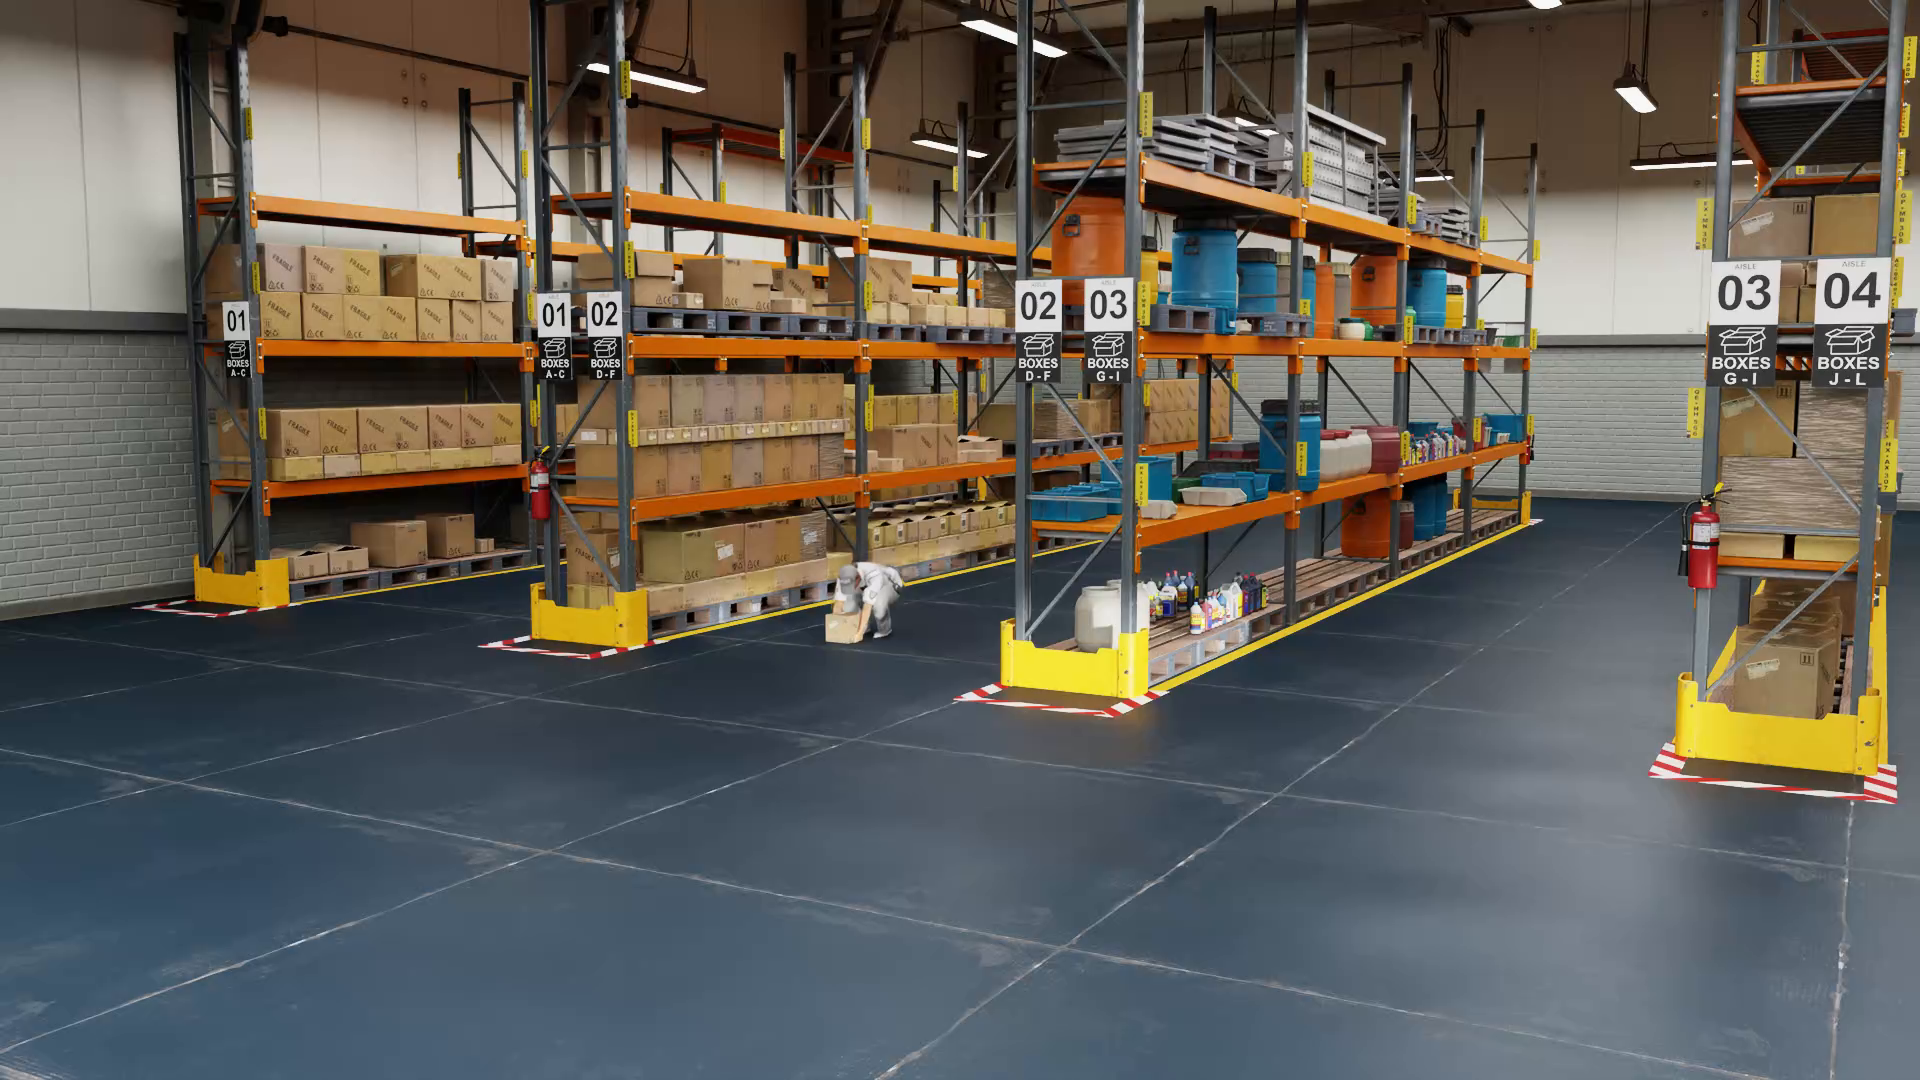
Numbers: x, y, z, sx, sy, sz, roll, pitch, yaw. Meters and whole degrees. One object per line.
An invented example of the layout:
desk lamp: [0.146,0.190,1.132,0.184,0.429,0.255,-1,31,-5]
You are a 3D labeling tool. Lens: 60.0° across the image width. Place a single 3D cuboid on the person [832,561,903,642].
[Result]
person: [-0.885,0.564,15.632,0.494,0.775,0.917,3,7,27]
